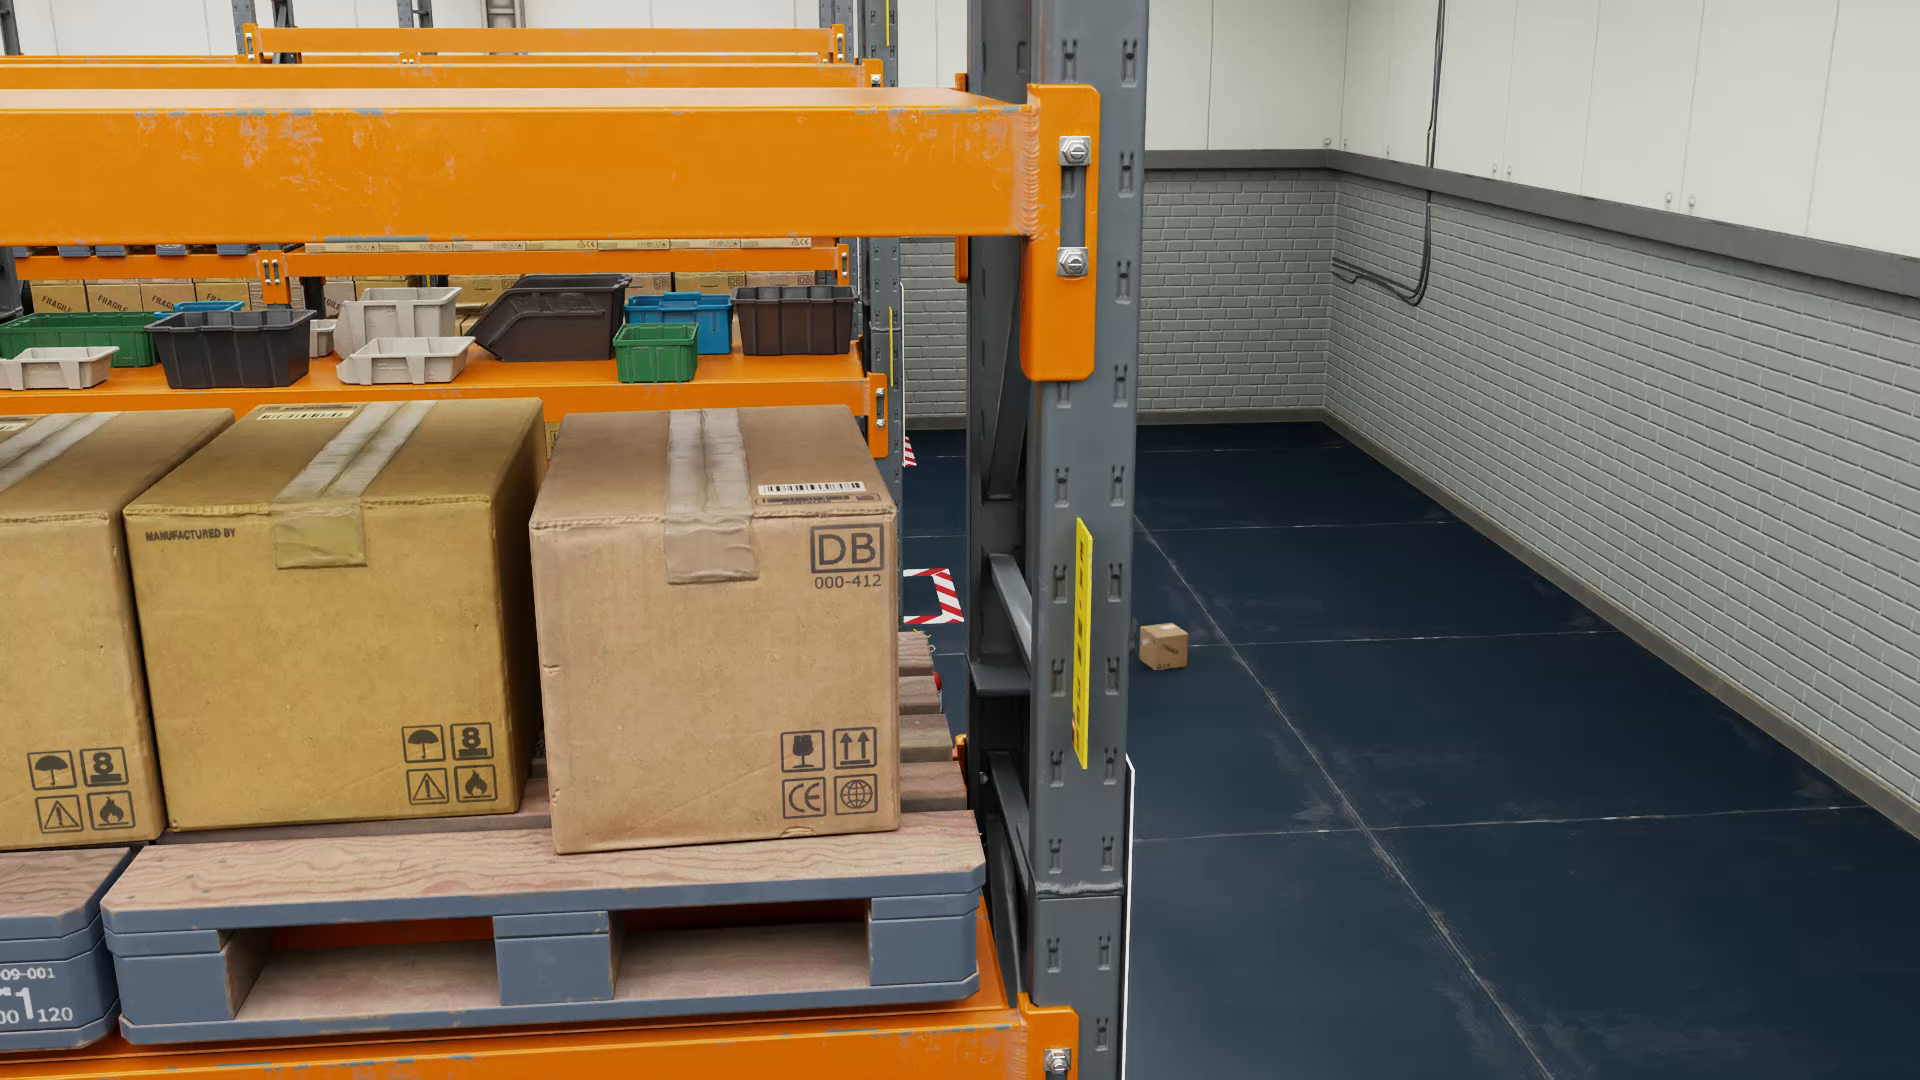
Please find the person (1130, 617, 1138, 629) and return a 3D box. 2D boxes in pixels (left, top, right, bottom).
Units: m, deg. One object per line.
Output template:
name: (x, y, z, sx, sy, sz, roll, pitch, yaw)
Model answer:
person: (0.937, -0.104, 11.940, 0.639, 1.758, 0.904, 4, 17, 12)
